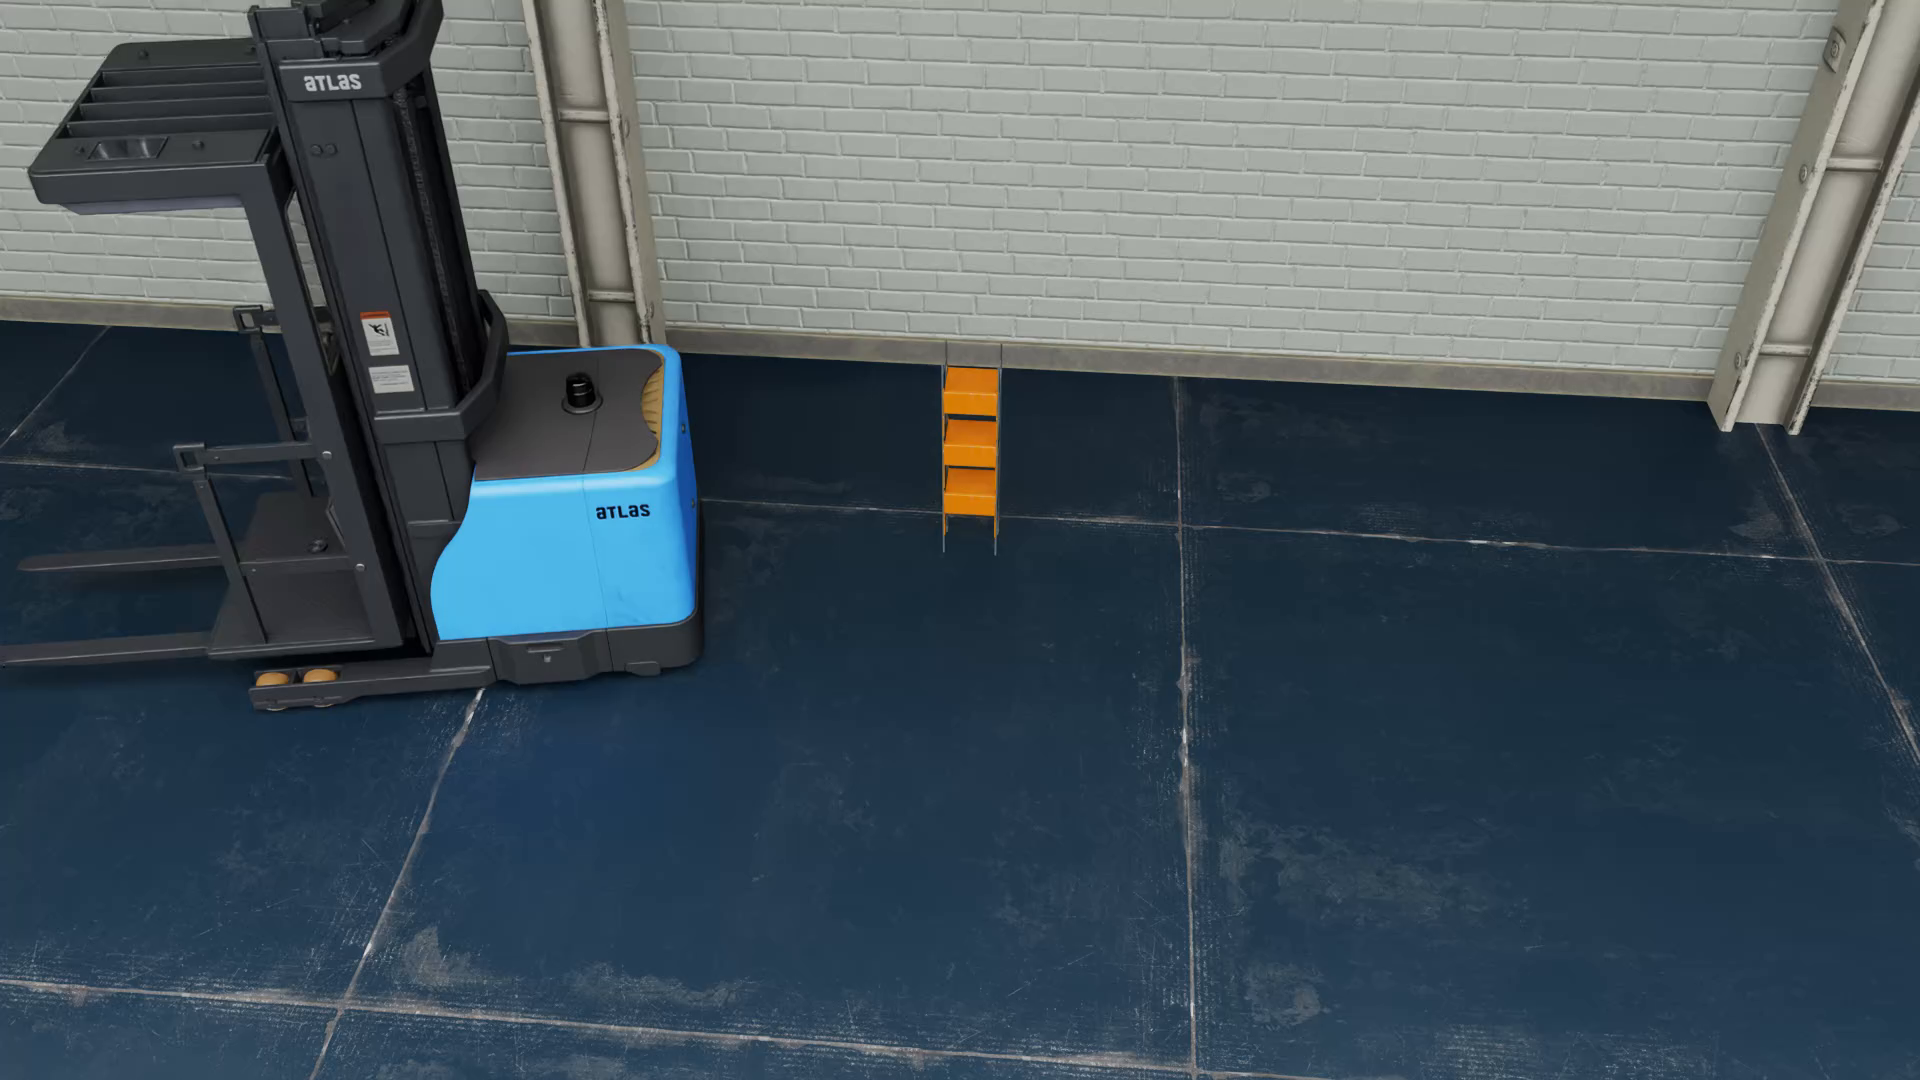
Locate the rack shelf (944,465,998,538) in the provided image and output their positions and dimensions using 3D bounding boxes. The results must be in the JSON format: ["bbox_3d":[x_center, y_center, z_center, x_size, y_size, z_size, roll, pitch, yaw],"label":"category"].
[{"bbox_3d":[0.053,-0.180,7.768,0.240,0.259,0.215,3,39,4],"label":"rack shelf"}]

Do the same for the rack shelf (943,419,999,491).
[{"bbox_3d":[0.053,-0.396,7.592,0.240,0.259,0.215,3,39,4],"label":"rack shelf"}]

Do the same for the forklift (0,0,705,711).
[{"bbox_3d":[-2.669,-0.768,6.543,3.031,2.935,1.130,-4,39,-5],"label":"forklift"}]

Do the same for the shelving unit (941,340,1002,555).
[{"bbox_3d":[0.053,-0.404,7.585,0.252,1.050,0.215,3,39,4],"label":"shelving unit"}]

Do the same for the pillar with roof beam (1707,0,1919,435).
[{"bbox_3d":[3.780,-1.434,2.553,0.400,9.000,9.100,3,39,4],"label":"pillar with roof beam"}]

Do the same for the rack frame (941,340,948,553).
[{"bbox_3d":[-0.068,-0.411,7.594,0.008,1.050,0.200,3,39,4],"label":"rack frame"}]

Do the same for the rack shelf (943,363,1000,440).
[{"bbox_3d":[0.053,-0.616,7.413,0.240,0.259,0.215,3,39,4],"label":"rack shelf"}]

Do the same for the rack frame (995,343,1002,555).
[{"bbox_3d":[0.175,-0.398,7.577,0.008,1.050,0.200,3,39,4],"label":"rack frame"}]

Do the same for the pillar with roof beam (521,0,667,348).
[{"bbox_3d":[-2.198,-1.761,2.955,0.400,9.000,9.100,3,39,4],"label":"pillar with roof beam"}]
